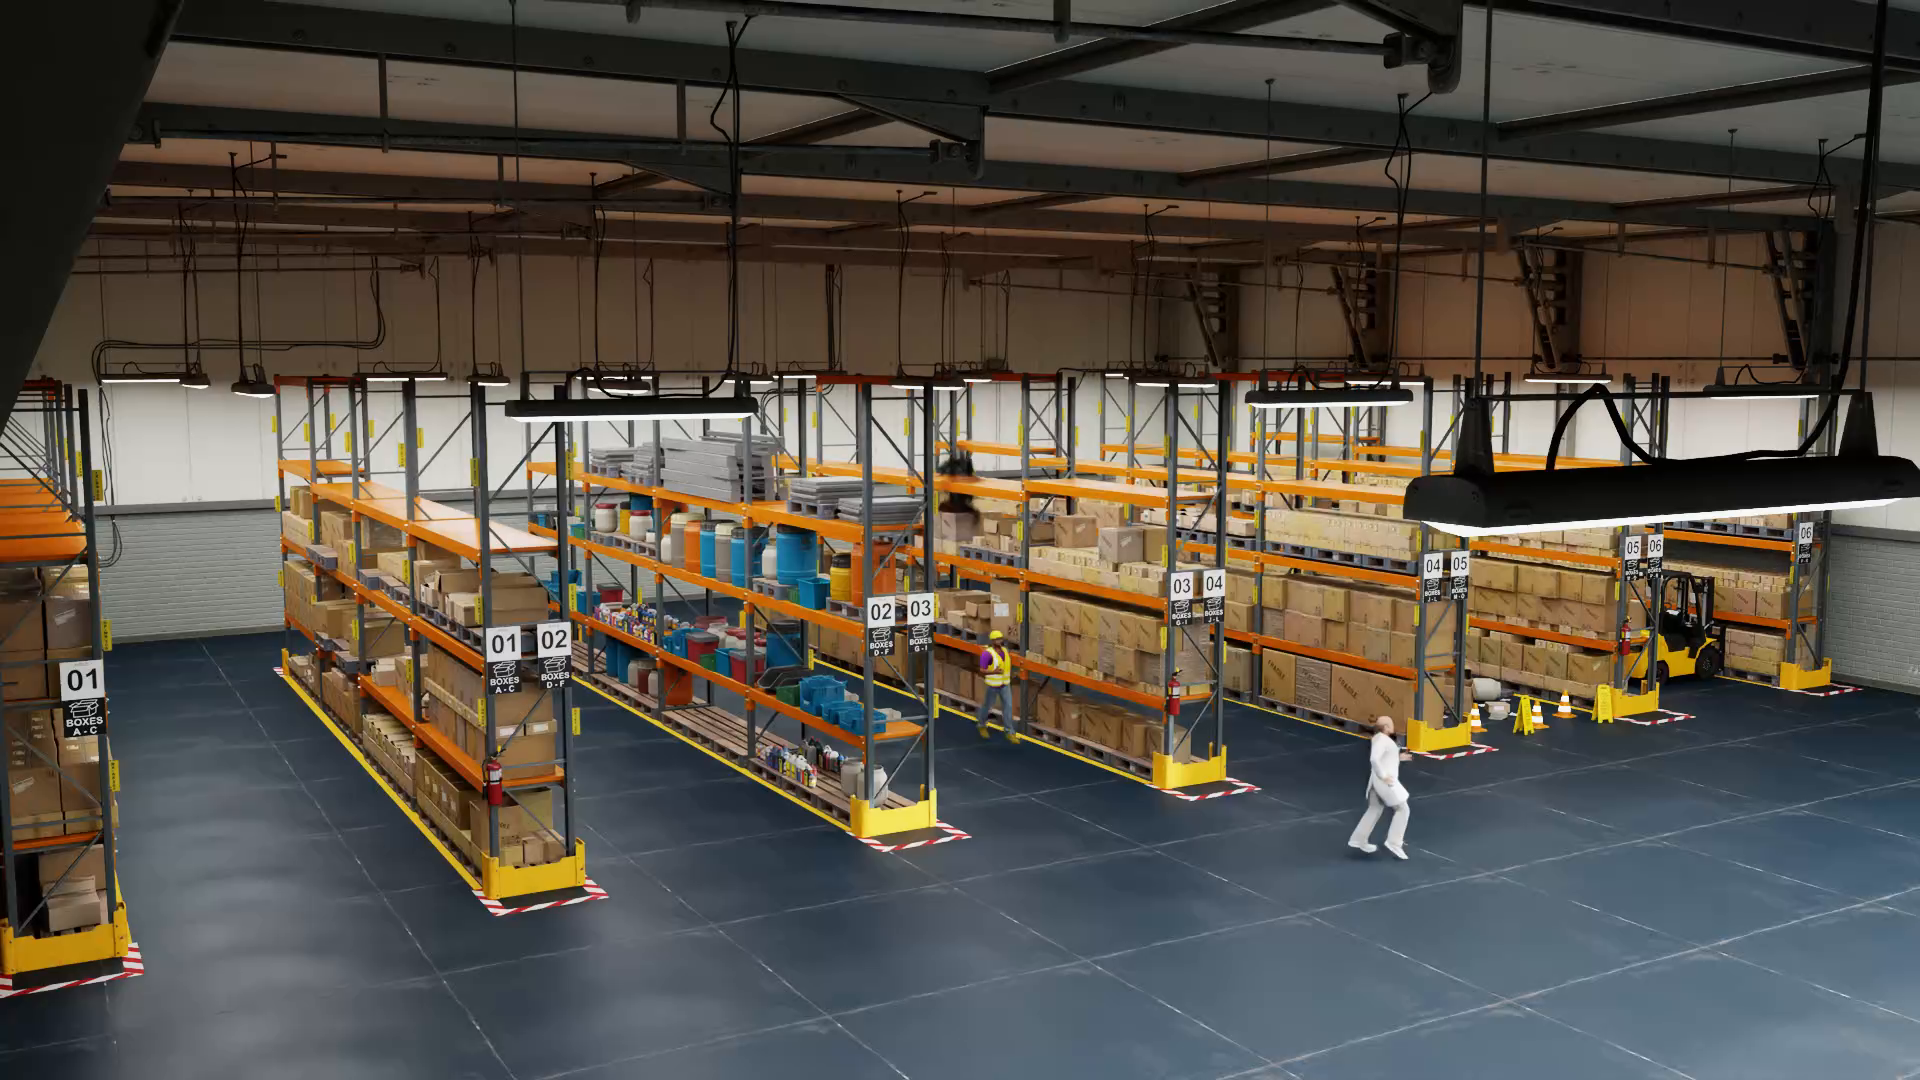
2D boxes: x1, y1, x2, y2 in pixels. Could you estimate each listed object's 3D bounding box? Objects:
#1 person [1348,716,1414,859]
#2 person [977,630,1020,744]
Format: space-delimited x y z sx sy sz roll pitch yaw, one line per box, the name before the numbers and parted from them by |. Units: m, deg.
person | 5.372 3.149 21.131 0.854 1.849 0.683 -1 6 -7
person | 0.604 2.336 26.622 0.695 1.791 0.950 -4 8 -35
